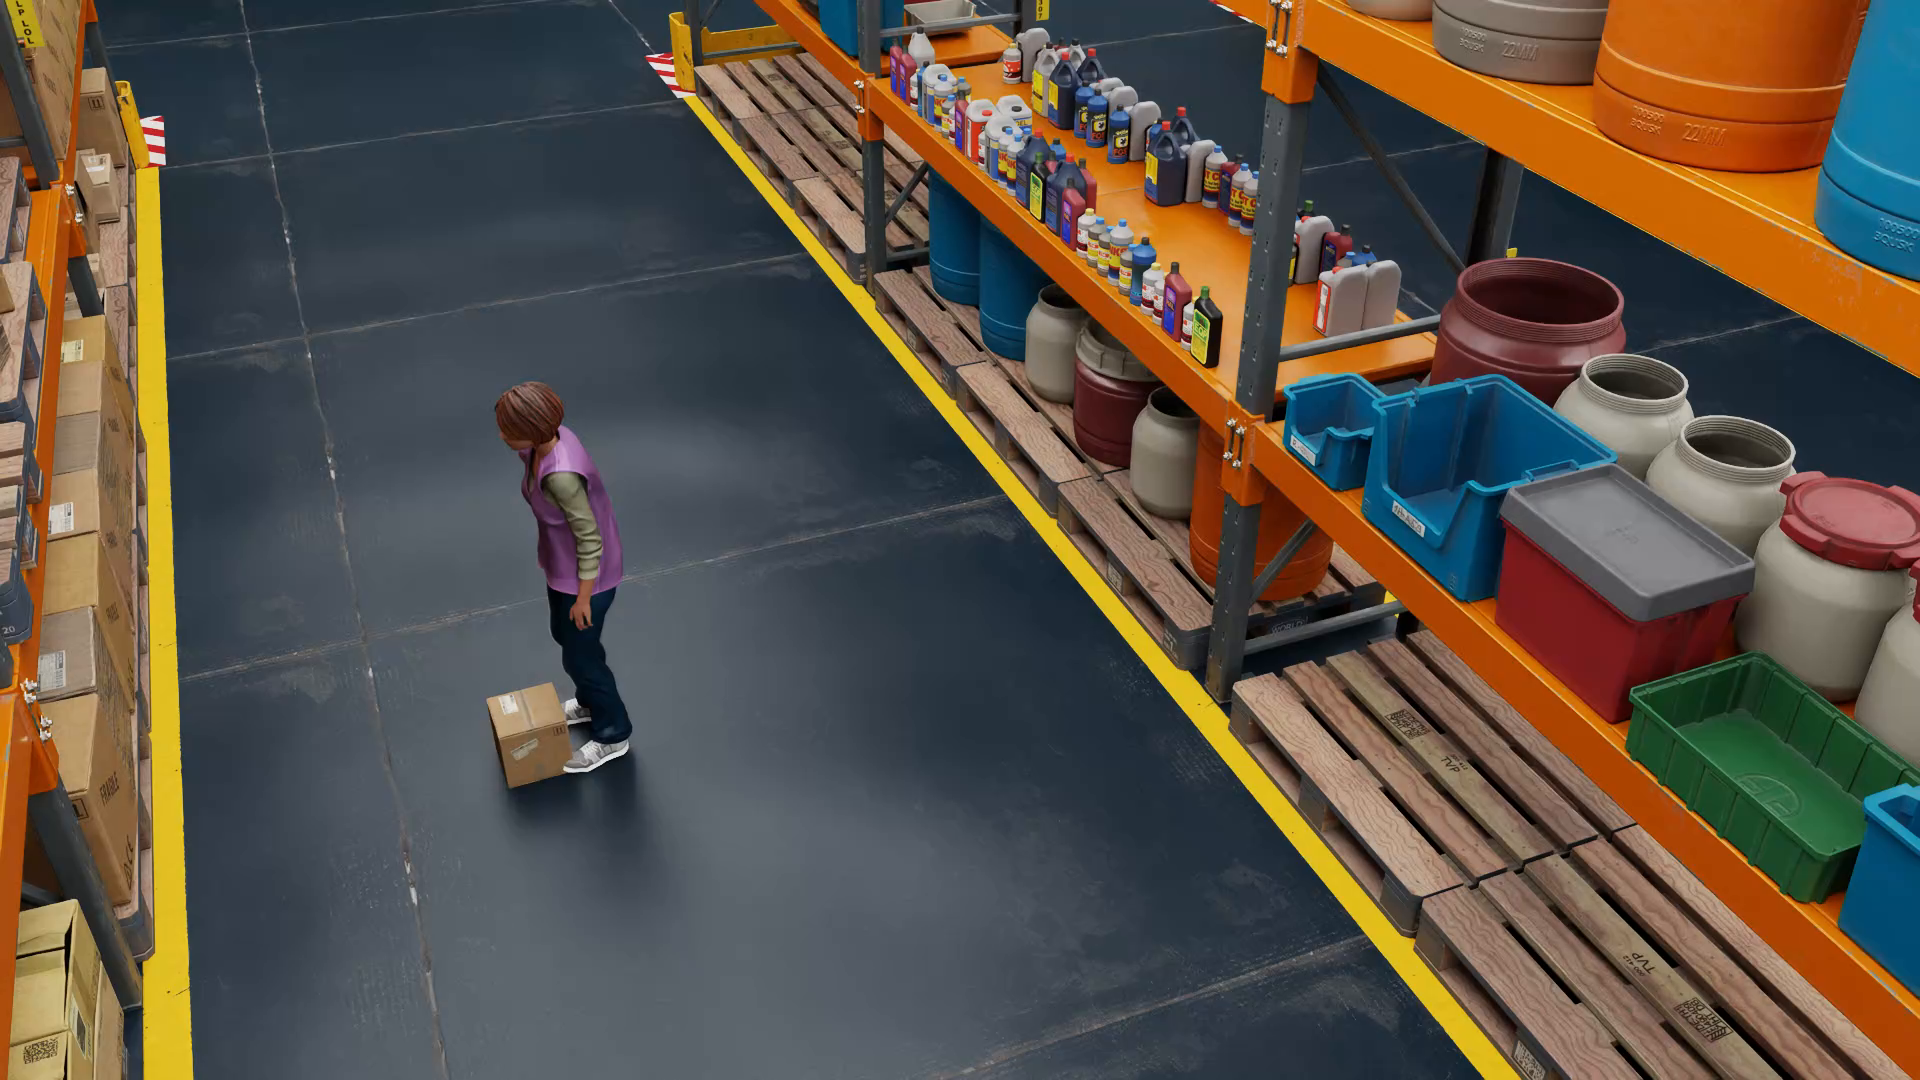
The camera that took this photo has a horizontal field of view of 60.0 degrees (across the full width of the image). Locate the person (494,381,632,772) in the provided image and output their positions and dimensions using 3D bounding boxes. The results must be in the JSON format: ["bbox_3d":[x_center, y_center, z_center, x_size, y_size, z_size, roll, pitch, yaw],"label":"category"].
[{"bbox_3d":[-1.393,0.122,5.971,0.347,1.592,0.484,-15,37,-22],"label":"person"}]
